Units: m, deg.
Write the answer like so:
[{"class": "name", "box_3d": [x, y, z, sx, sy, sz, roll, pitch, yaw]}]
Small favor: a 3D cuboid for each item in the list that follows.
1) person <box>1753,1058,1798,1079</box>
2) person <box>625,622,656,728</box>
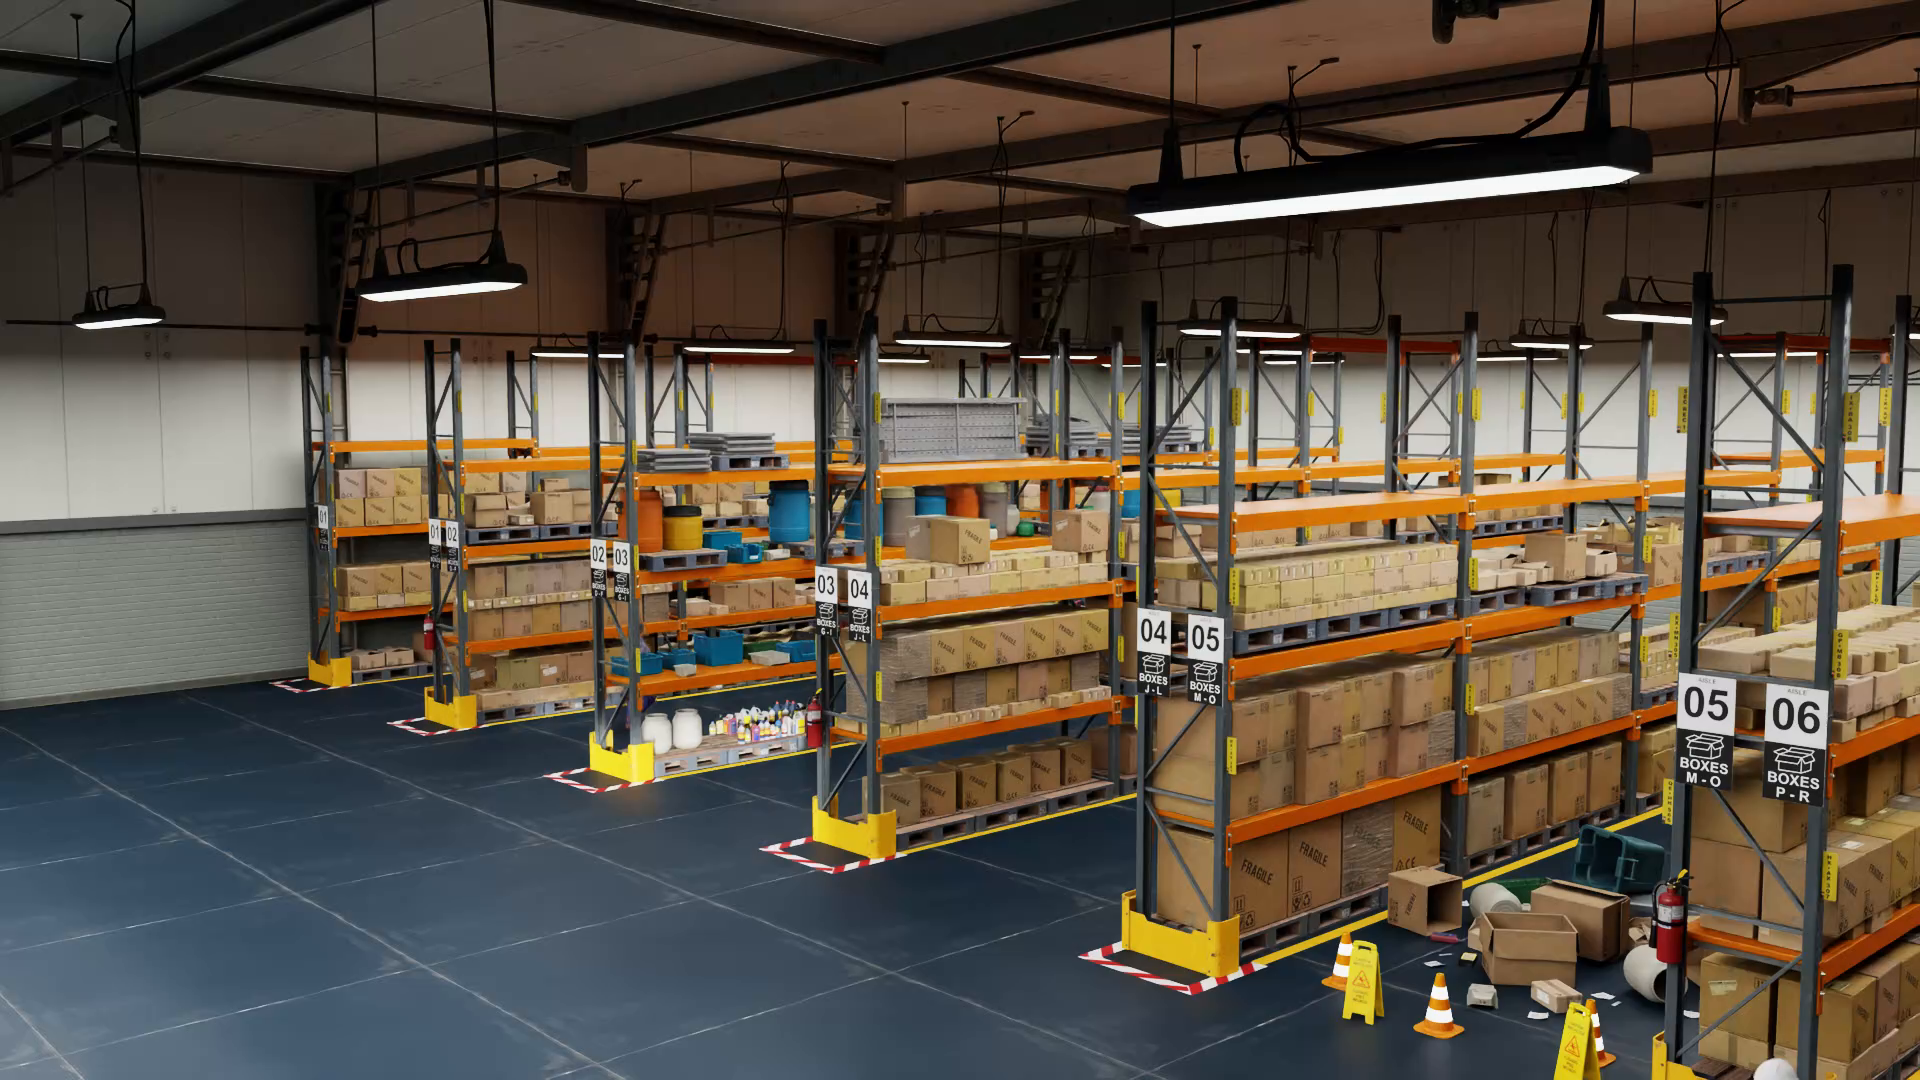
[{"class": "person", "box_3d": [4.139, 3.548, 8.507, 0.557, 1.845, 0.610, -4, 7, -40]}, {"class": "person", "box_3d": [-4.970, 2.090, 25.625, 0.462, 1.637, 0.545, -3, 6, -32]}]
